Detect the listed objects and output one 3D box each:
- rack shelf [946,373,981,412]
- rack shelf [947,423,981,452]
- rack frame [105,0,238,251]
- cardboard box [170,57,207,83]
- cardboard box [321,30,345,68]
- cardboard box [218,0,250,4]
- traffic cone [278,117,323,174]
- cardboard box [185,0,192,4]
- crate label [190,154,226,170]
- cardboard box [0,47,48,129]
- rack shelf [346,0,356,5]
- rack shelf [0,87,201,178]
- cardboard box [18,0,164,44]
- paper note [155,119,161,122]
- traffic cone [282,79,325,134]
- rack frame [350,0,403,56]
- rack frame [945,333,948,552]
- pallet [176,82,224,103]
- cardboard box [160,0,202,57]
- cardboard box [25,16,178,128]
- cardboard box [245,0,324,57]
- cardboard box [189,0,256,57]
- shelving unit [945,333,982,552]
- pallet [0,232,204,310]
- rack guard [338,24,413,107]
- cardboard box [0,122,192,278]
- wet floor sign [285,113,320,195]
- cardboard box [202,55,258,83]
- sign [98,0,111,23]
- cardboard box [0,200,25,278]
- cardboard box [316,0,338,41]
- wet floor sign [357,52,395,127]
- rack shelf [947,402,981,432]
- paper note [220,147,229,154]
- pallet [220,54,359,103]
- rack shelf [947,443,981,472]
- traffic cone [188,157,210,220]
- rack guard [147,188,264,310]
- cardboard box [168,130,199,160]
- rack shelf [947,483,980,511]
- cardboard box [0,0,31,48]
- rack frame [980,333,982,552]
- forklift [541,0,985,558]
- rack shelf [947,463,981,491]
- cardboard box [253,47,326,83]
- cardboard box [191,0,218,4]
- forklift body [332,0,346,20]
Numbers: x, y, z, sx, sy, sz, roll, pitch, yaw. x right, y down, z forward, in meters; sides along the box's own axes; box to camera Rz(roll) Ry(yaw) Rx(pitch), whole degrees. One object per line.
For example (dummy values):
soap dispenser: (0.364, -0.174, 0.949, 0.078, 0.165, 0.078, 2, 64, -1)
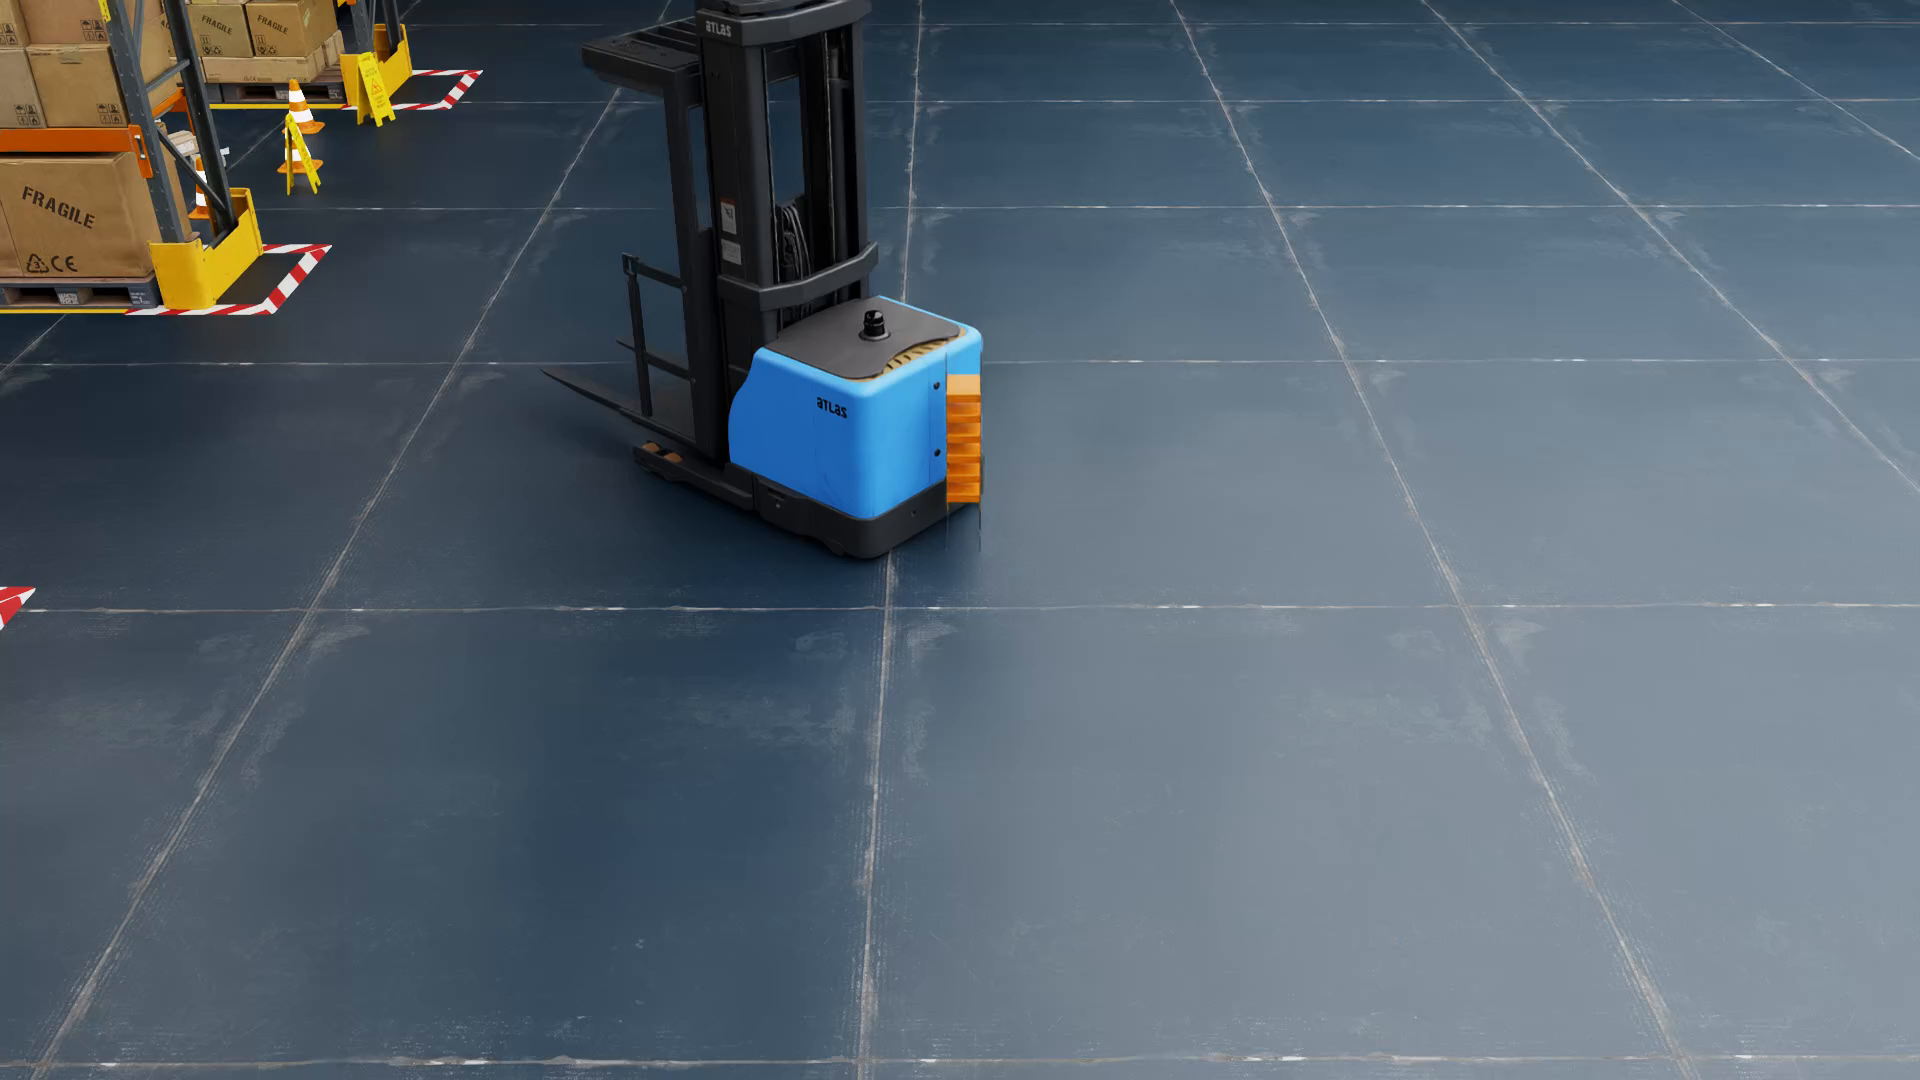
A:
rack shelf: (0.021, -0.779, 8.769, 0.180, 0.103, 0.258, 0, 31, 0)
rack shelf: (0.021, -0.574, 8.894, 0.180, 0.103, 0.258, 0, 31, 0)
rack frame: (-5.609, -3.245, 11.707, 0.127, 3.000, 1.000, 0, 31, 0)
cardboard box: (-7.588, -4.673, 16.305, 0.500, 0.250, 0.500, -1, 31, -2)
cardboard box: (-6.548, -4.958, 16.775, 0.500, 0.250, 0.500, 0, 31, -1)
cardboard box: (-6.906, -5.241, 15.894, 0.250, 0.149, 0.380, 1, 31, 1)
traffic cone: (-5.816, -3.483, 14.544, 0.334, 0.463, 0.336, 0, 31, 0)
cardboard box: (-7.421, -5.242, 15.895, 0.250, 0.149, 0.380, 1, 31, 2)
crate label: (-6.601, -3.309, 14.572, 0.298, 0.136, 0.250, -17, 35, -26)
cardboard box: (-6.530, -3.272, 11.606, 0.550, 0.550, 0.875, 0, 31, 0)
rack shelf: (-7.740, -5.499, 16.115, 4.000, 0.370, 1.077, 0, 31, 0)
rack shelf: (-7.609, -2.932, 11.883, 4.000, 0.370, 1.077, 0, 31, 0)
cardboard box: (-5.980, -3.790, 11.419, 0.550, 0.550, 0.875, 0, 31, 0)
paper note: (-7.644, -3.949, 15.729, 0.148, 0.019, 0.142, -11, 33, -17)
traffic cone: (-6.162, -4.058, 15.492, 0.334, 0.463, 0.336, 0, 31, 0)
rack frame: (-5.740, -5.813, 15.939, 0.127, 3.000, 1.000, 0, 31, 0)
rack frame: (-0.071, -0.510, 8.934, 0.006, 1.200, 0.240, 0, 31, 0)
pallet: (-7.846, -4.634, 16.684, 1.213, 0.211, 1.003, 0, 31, 0)
cardboard box: (-7.566, -4.998, 16.119, 0.500, 0.500, 0.500, -1, 31, -1)
cardboard box: (-5.980, -3.285, 11.628, 0.550, 0.550, 0.875, 0, 31, 0)
cardboard box: (-6.540, -4.999, 16.121, 0.500, 0.500, 0.500, 0, 31, 0)
cardboard box: (-7.061, -4.996, 16.116, 0.500, 0.500, 0.500, 1, 31, 2)
shelving unit: (0.021, -0.509, 8.933, 0.189, 1.200, 0.258, 0, 31, 0)
pallet: (-6.408, -2.010, 12.360, 1.213, 0.211, 1.003, 0, 31, 0)
rack guard: (-5.816, -4.744, 16.587, 0.348, 0.500, 1.175, 0, 31, 0)
cardboard box: (-6.287, -2.480, 12.089, 0.875, 0.875, 0.875, 0, 31, 0)
wet floor sign: (-5.592, -3.266, 14.011, 0.232, 0.644, 0.267, -5, 32, -9)
cardboard box: (-7.065, -4.677, 16.313, 0.500, 0.250, 0.500, 0, 31, 0)
sign: (-5.620, -3.560, 10.881, 0.005, 0.325, 0.100, 0, 31, 0)
cardboard box: (-7.167, -2.476, 12.083, 0.875, 0.875, 0.875, -1, 31, -1)
cardboard box: (-6.572, -5.278, 16.580, 0.500, 0.500, 0.500, -1, 31, -2)
wet floor sign: (-5.544, -4.252, 15.635, 0.232, 0.644, 0.267, 10, 33, 17)
rack shelf: (0.021, -0.677, 8.832, 0.180, 0.103, 0.258, 0, 31, 0)
paper note: (-6.673, -3.508, 15.002, 0.142, 0.019, 0.148, -11, 33, -17)
pallet: (-6.629, -4.636, 16.688, 1.213, 0.211, 1.003, 0, 31, 0)
rack shelf: (0.021, -0.472, 8.956, 0.180, 0.103, 0.258, 0, 31, 0)
traffic cone: (-6.149, -2.896, 13.576, 0.334, 0.463, 0.336, 0, 31, 0)
rack guard: (-5.585, -2.177, 12.356, 0.348, 0.500, 1.175, 0, 31, 0)
cardboard box: (-7.038, -3.542, 14.944, 0.250, 0.149, 0.380, 16, 35, 25)
rack shelf: (0.021, -0.266, 9.081, 0.180, 0.103, 0.258, 0, 31, 0)
cardboard box: (-6.530, -3.740, 11.338, 0.550, 0.550, 0.875, 0, 31, 0)
rack frame: (0.112, -0.509, 8.932, 0.006, 1.200, 0.240, 0, 31, 0)
forklift: (-1.312, -1.784, 9.365, 3.031, 2.935, 1.130, 24, 38, 33)
rack shelf: (0.021, -0.369, 9.018, 0.180, 0.103, 0.258, 0, 31, 0)
cardboard box: (-6.571, -4.674, 16.309, 0.500, 0.250, 0.500, 0, 31, -1)
cardboard box: (-7.158, -5.242, 15.895, 0.250, 0.149, 0.380, 0, 31, 1)
forklift body: (-7.659, -7.072, 18.833, 1.214, 2.155, 2.313, 0, 31, 0)
